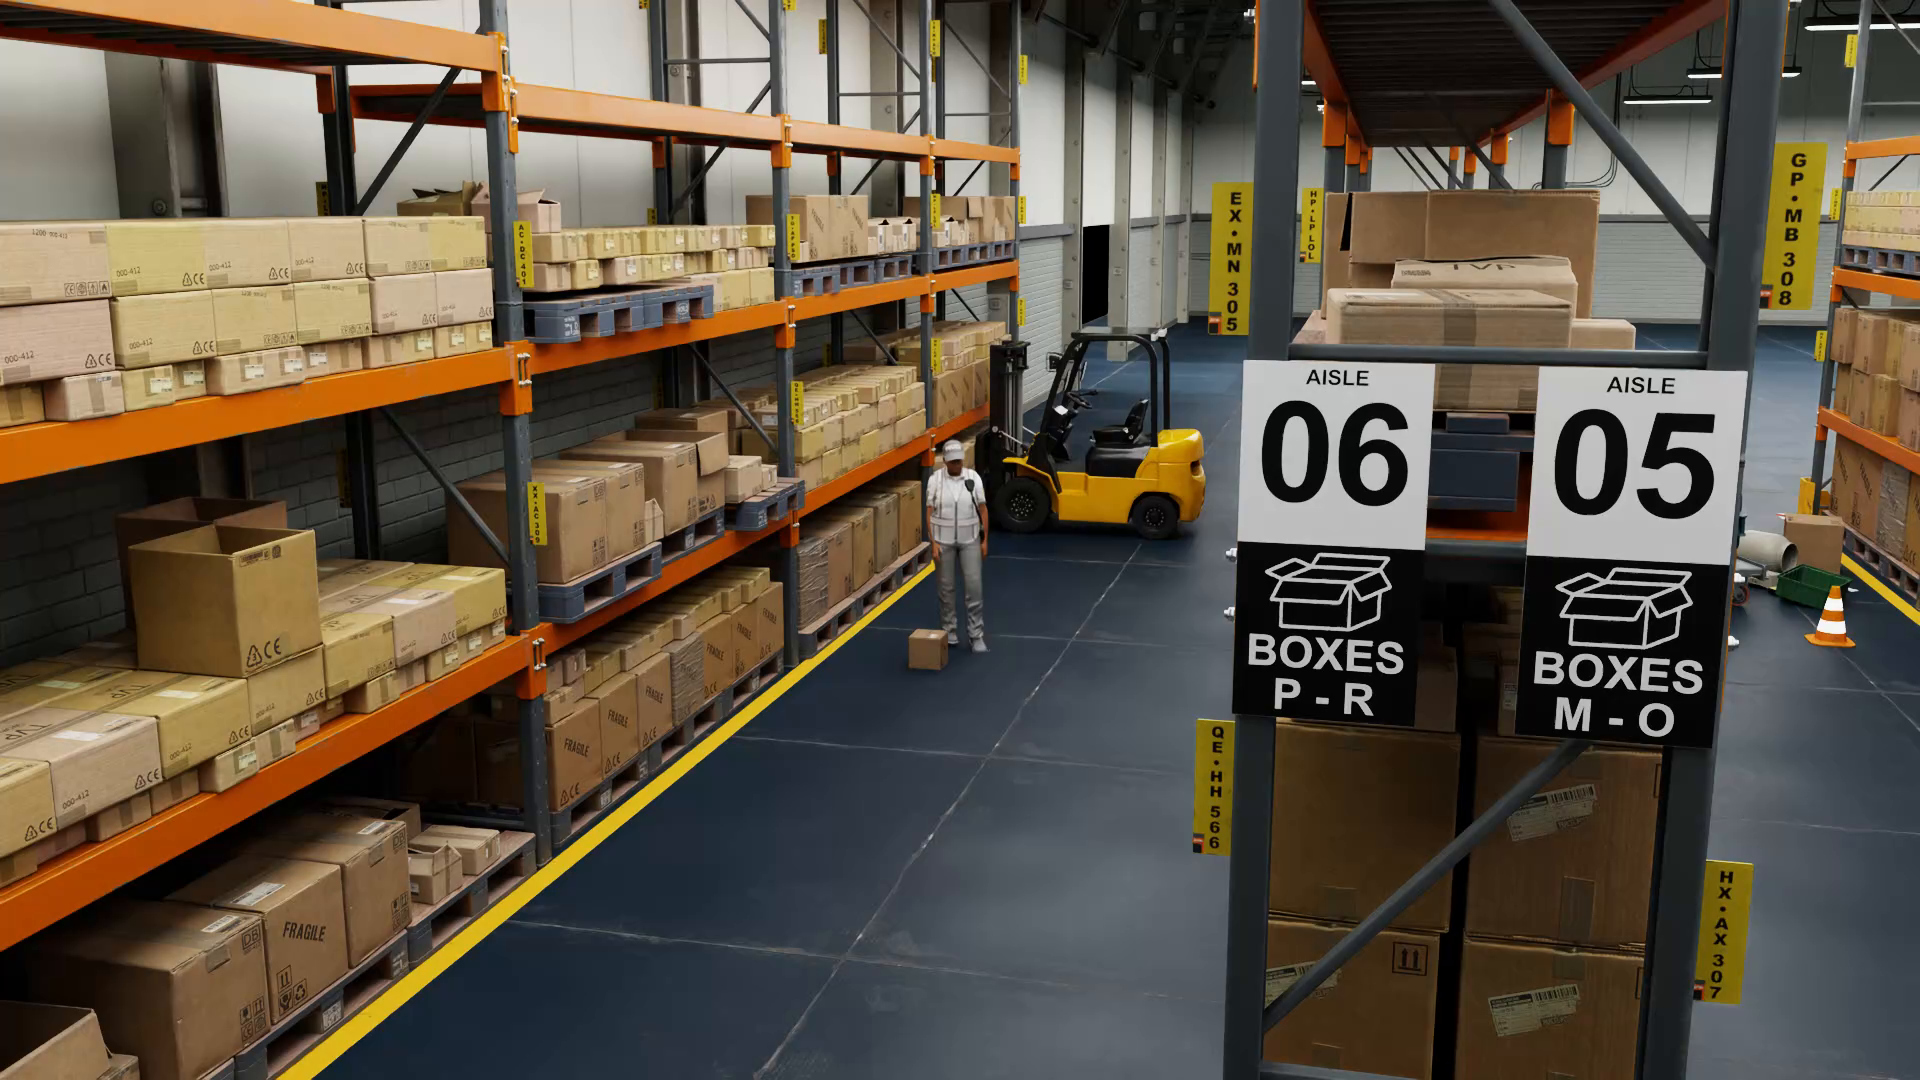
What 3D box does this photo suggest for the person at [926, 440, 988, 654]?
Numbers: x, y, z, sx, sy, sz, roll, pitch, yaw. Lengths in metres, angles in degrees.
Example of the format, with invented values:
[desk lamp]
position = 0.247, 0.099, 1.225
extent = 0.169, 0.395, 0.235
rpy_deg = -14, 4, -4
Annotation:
[person]
position = -0.020, 0.044, 13.231
extent = 0.497, 1.689, 0.498
rpy_deg = 0, 12, -2
